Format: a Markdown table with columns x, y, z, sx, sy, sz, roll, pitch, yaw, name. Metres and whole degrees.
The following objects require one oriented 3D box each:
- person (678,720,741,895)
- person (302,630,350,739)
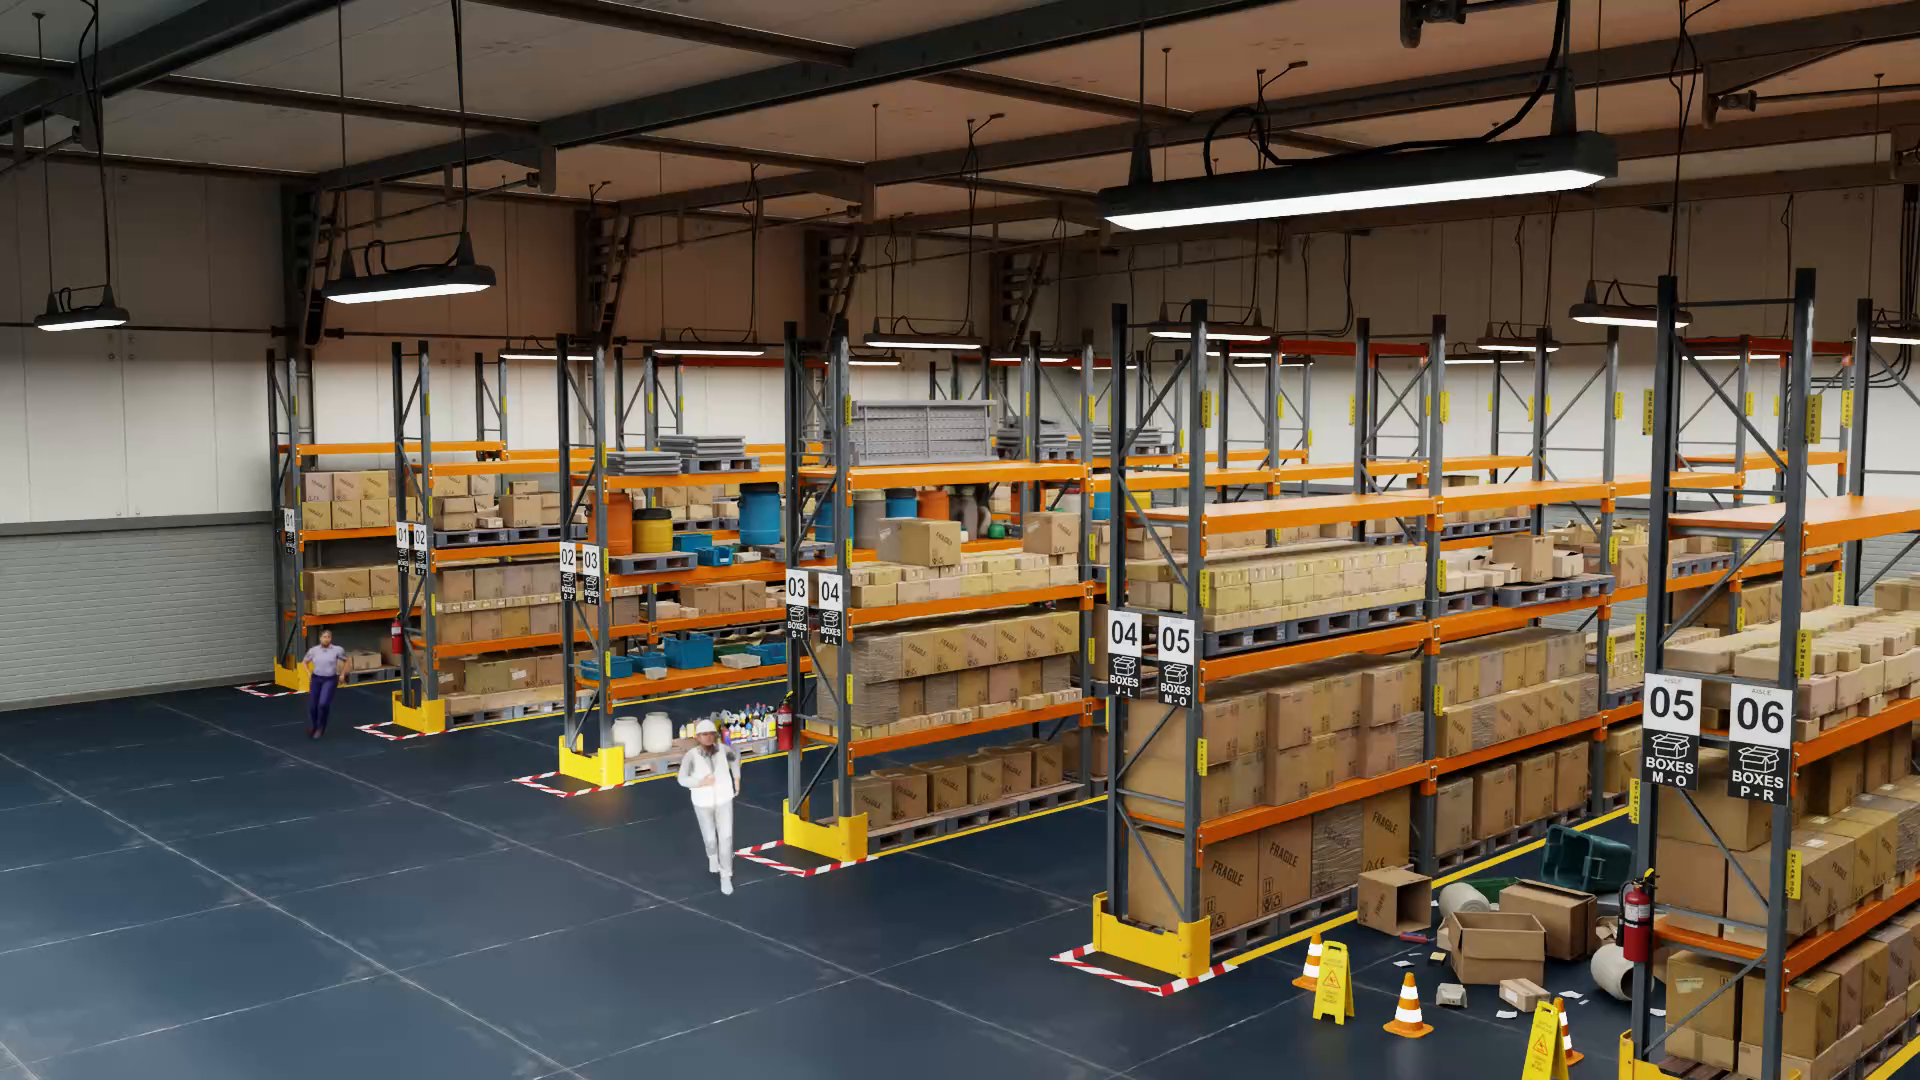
| x | y | z | sx | sy | sz | roll | pitch | yaw | name |
| --- | --- | --- | --- | --- | --- | --- | --- | --- | --- |
| -2.646 | 2.782 | 17.597 | 0.689 | 1.803 | 0.925 | -2 | 5 | -18 | person |
| -9.650 | 2.190 | 25.256 | 0.673 | 1.657 | 0.663 | 0 | 5 | -5 | person |
